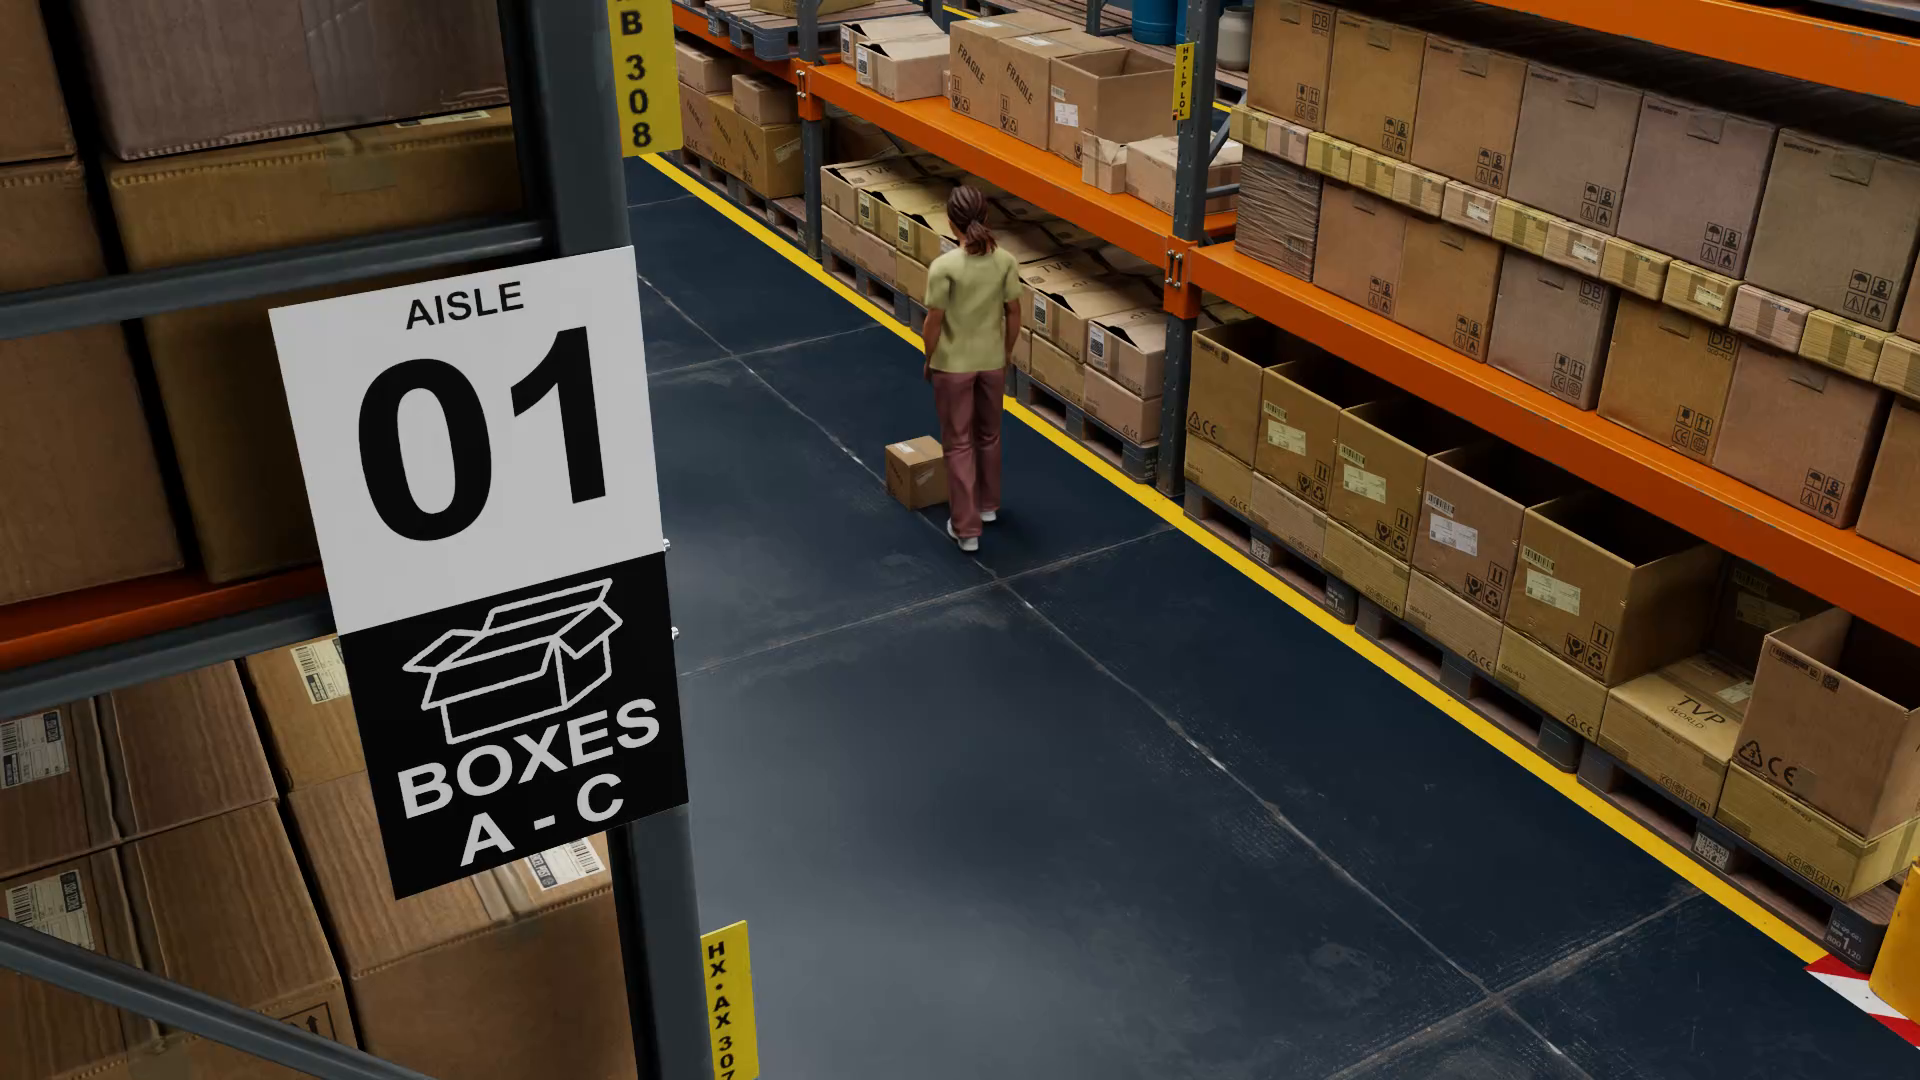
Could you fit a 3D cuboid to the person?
[{"bbox_3d":[0.028,-0.798,7.539,0.464,1.681,0.544,-11,31,-20],"label":"person"}]
